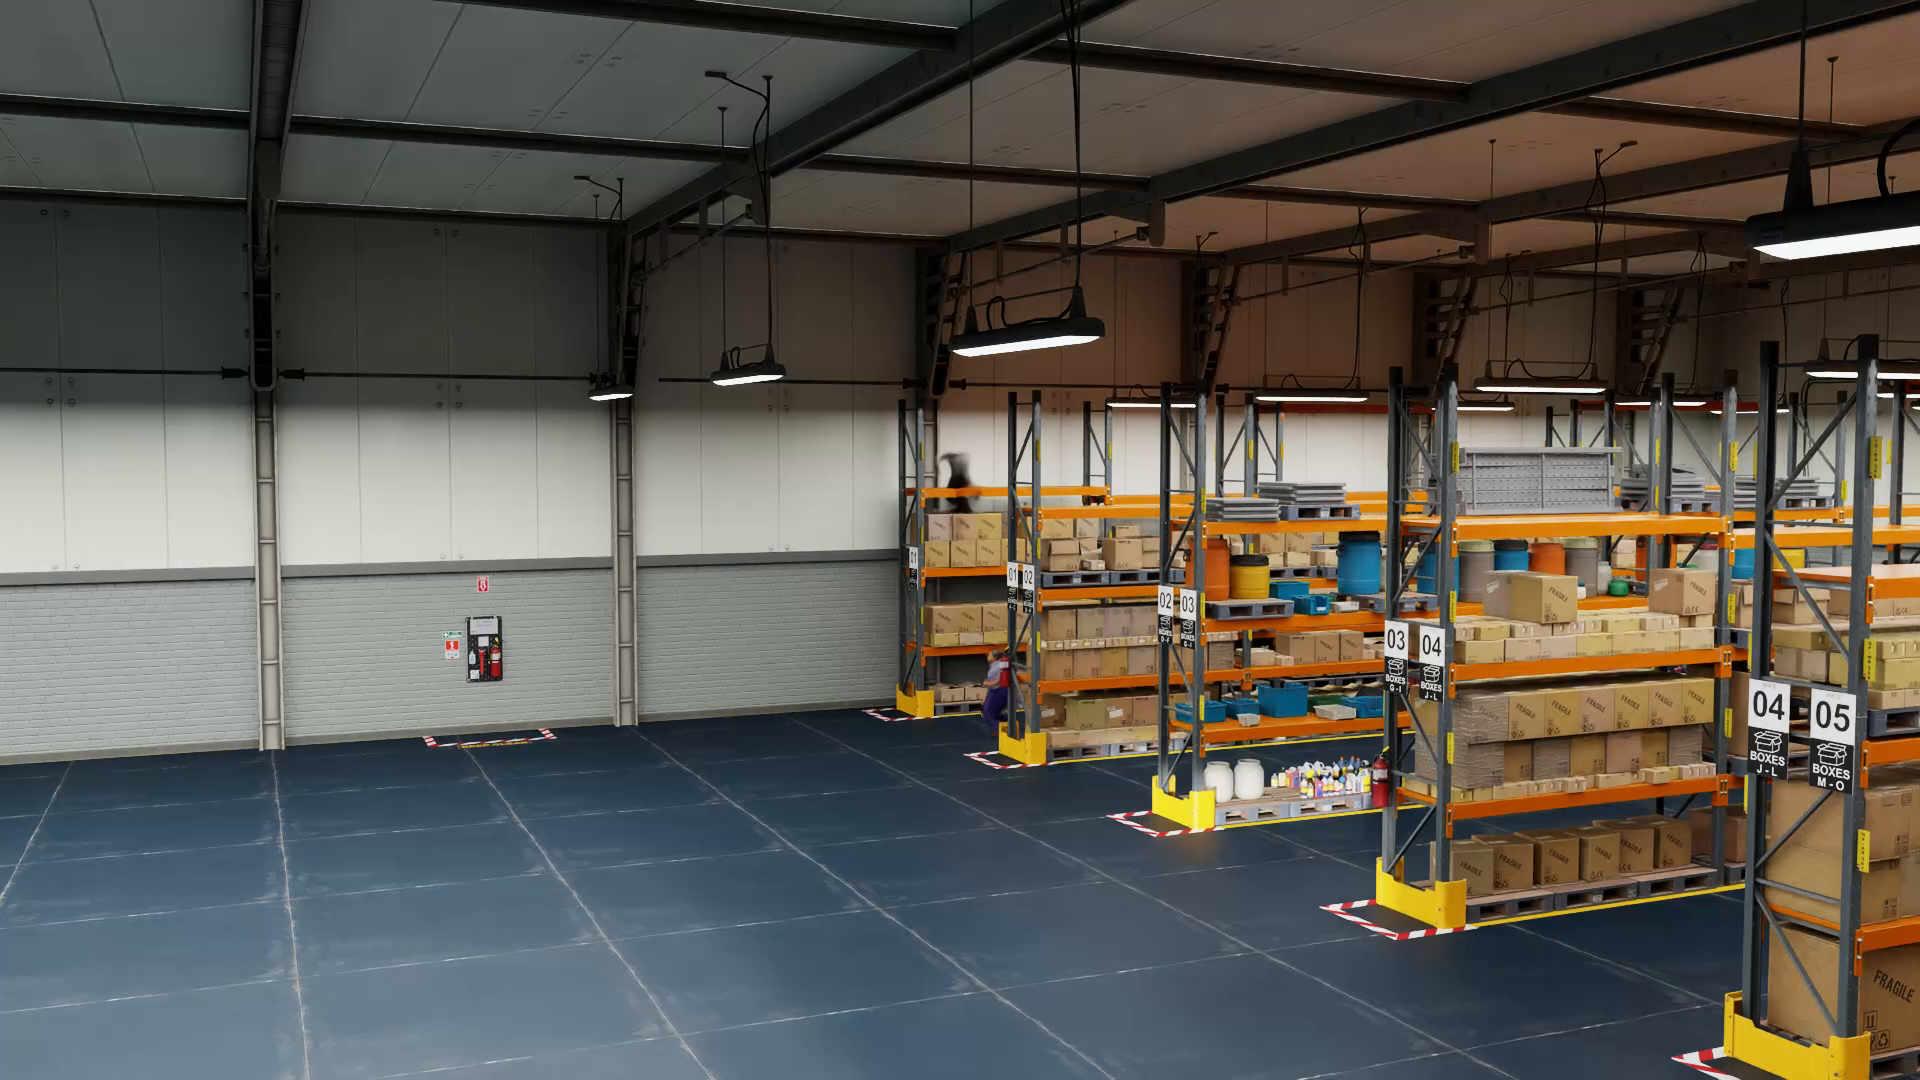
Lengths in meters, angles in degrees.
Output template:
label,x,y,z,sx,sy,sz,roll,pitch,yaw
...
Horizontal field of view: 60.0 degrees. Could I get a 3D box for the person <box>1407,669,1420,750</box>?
label,x,y,z,sx,sy,sz,roll,pitch,yaw
person,7.720,2.687,28.002,0.759,1.706,0.666,-3,5,-44

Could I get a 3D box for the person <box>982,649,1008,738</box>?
label,x,y,z,sx,sy,sz,roll,pitch,yaw
person,0.693,2.699,29.234,0.633,1.578,0.715,-1,4,-22
